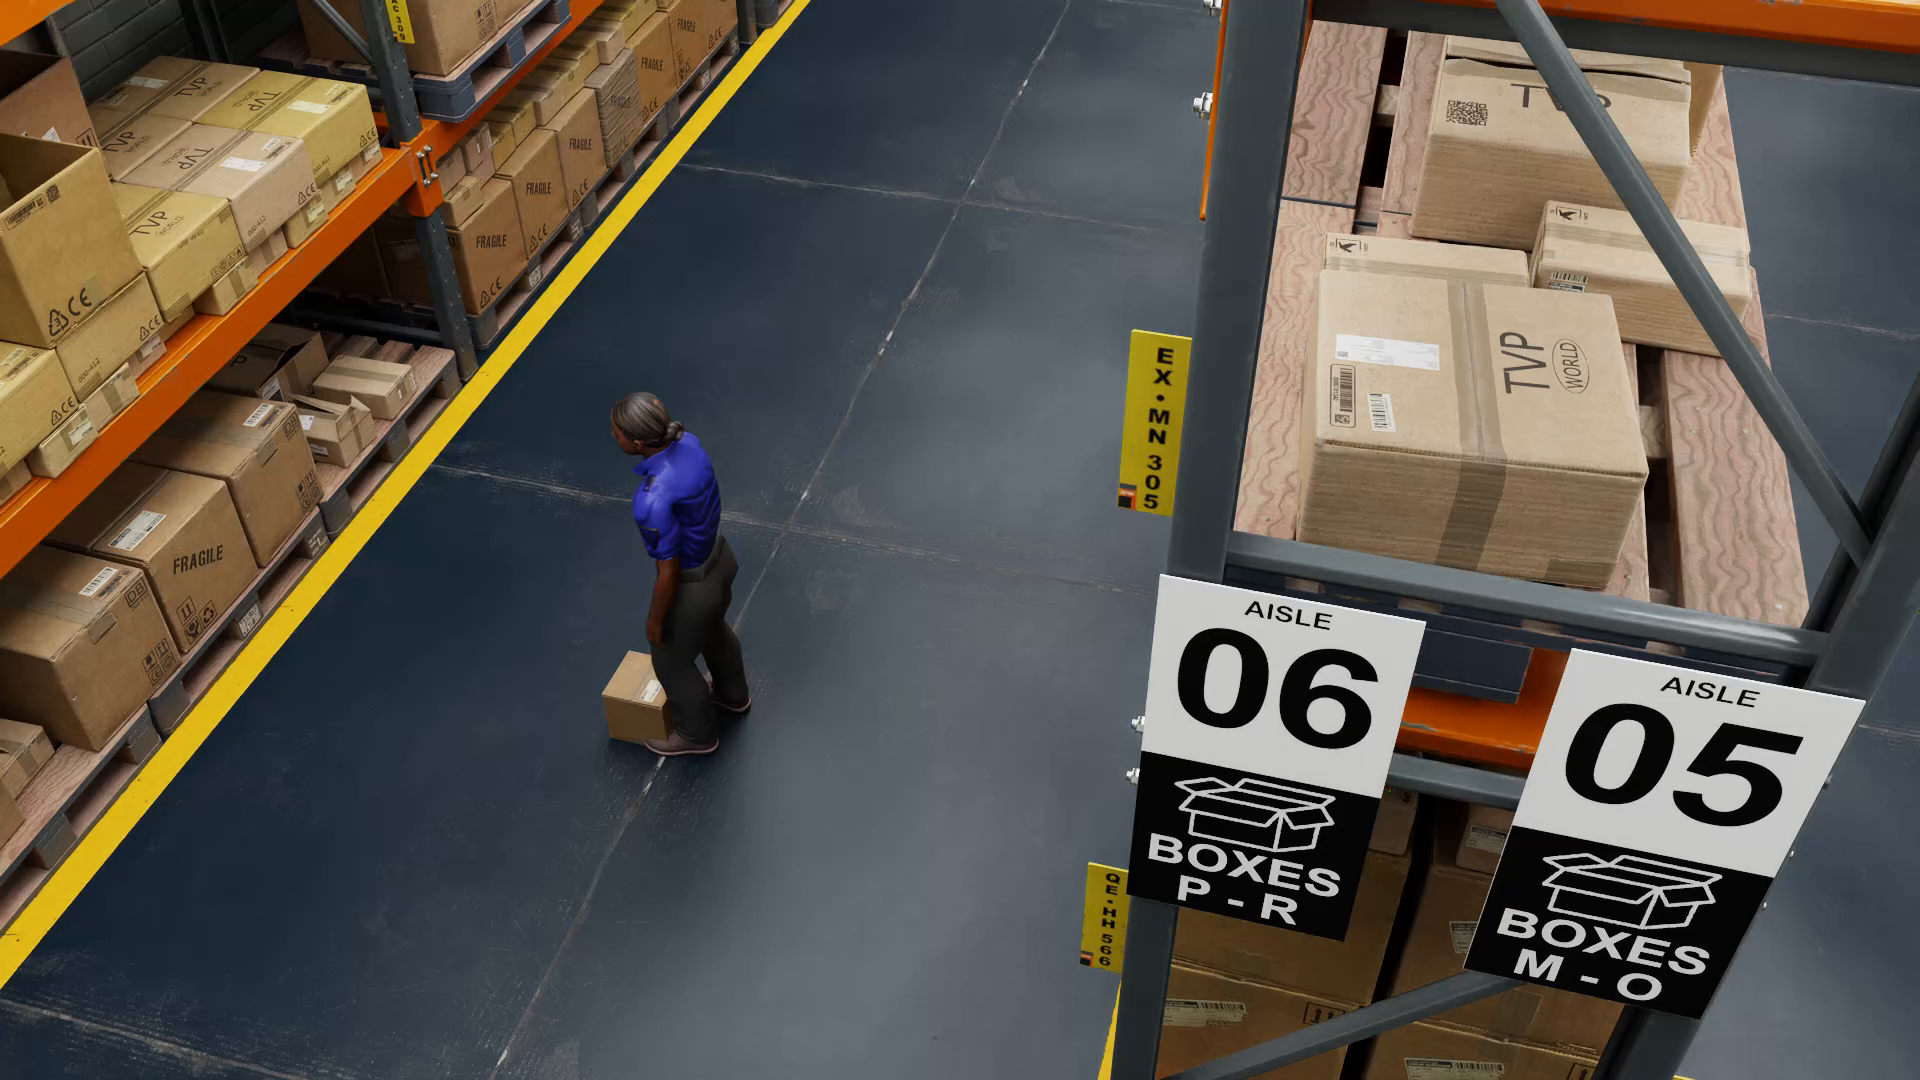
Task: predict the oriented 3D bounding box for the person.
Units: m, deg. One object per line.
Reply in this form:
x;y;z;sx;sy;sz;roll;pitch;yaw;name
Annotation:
-1.018;0.132;6.011;0.395;1.656;0.530;8;42;9;person
